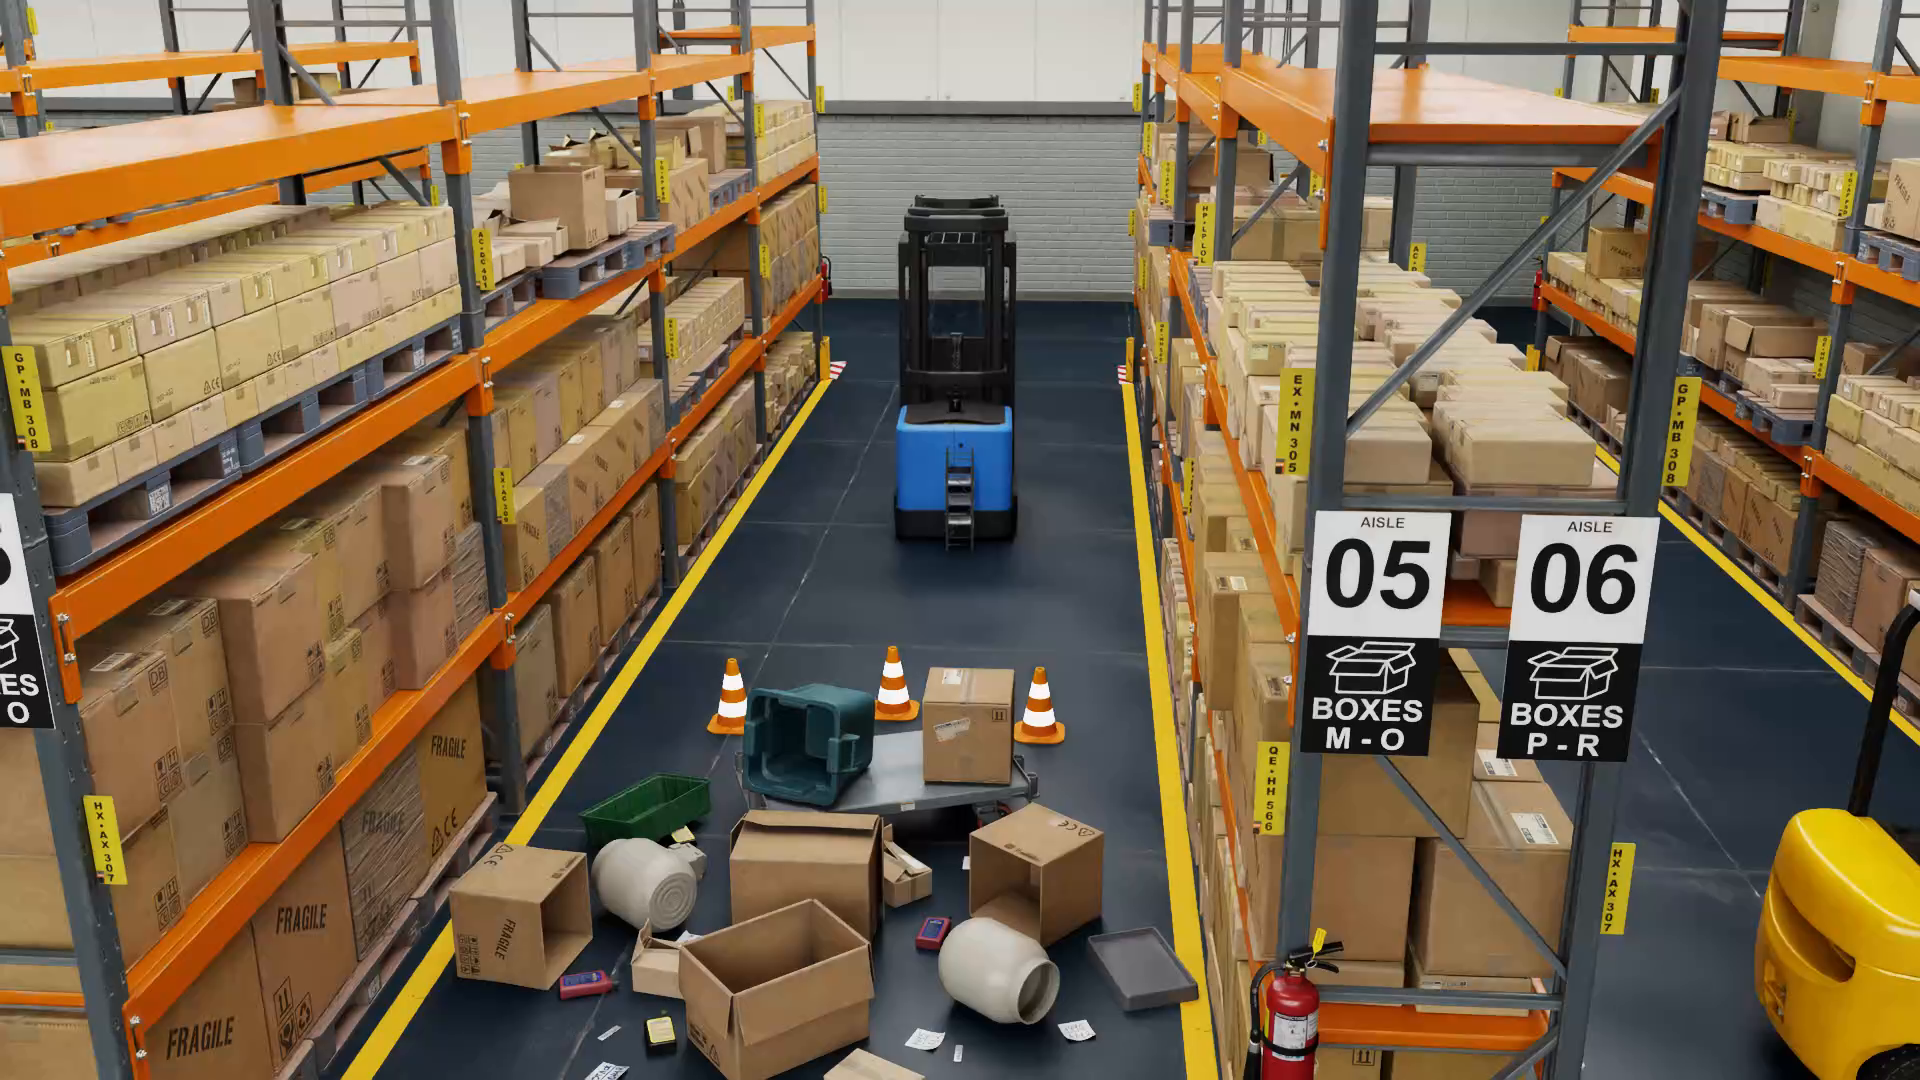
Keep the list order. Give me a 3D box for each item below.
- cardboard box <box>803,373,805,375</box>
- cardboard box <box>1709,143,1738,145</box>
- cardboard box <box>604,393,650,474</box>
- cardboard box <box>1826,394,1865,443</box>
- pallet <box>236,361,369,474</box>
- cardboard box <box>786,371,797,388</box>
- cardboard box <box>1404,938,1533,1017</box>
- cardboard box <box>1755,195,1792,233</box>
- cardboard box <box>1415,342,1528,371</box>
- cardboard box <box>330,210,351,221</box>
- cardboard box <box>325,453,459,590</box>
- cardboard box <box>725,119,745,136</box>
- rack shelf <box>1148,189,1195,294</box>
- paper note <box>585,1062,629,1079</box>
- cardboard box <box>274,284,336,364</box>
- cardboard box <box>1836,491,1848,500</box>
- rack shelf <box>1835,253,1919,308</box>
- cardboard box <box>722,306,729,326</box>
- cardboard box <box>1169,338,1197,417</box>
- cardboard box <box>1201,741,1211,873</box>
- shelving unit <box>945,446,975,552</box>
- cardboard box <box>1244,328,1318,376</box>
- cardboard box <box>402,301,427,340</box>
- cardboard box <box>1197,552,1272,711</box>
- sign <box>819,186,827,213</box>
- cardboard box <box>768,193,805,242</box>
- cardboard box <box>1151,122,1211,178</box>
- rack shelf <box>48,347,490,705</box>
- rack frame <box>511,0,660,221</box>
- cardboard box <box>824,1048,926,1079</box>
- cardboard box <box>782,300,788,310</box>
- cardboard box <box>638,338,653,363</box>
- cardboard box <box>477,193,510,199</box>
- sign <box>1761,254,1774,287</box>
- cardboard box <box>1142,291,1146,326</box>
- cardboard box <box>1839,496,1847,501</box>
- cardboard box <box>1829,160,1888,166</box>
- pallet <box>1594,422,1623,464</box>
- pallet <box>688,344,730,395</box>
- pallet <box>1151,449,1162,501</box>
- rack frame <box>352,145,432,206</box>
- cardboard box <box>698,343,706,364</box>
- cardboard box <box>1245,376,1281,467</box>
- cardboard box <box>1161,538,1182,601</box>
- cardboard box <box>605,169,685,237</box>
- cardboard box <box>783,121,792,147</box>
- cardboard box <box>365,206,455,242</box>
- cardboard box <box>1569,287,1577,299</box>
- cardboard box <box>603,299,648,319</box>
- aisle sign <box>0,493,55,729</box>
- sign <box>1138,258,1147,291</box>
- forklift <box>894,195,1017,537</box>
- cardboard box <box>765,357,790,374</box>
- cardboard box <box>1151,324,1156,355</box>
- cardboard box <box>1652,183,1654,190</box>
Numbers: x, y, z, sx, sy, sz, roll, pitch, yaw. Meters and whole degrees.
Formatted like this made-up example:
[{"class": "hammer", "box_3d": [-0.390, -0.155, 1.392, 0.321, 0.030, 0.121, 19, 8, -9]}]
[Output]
[{"class": "cardboard box", "box_3d": [-2.103, -2.049, 20.262, 0.380, 0.149, 0.250, 1, 18, 4]}, {"class": "cardboard box", "box_3d": [6.890, -3.552, 15.221, 0.380, 0.149, 0.250, 1, 18, 3]}, {"class": "cardboard box", "box_3d": [-2.626, -0.796, 12.376, 0.500, 0.500, 0.500, 1, 18, 4]}, {"class": "cardboard box", "box_3d": [6.771, -0.895, 12.276, 0.500, 0.250, 0.500, 1, 18, 4]}, {"class": "pallet", "box_3d": [-3.271, -0.559, 7.136, 1.003, 0.211, 1.213, 1, 18, 4]}, {"class": "cardboard box", "box_3d": [-2.093, -1.862, 19.215, 0.380, 0.149, 0.250, 1, 18, 4]}, {"class": "cardboard box", "box_3d": [1.777, 1.533, 5.832, 0.380, 0.149, 0.250, 1, 18, 4]}, {"class": "cardboard box", "box_3d": [6.937, -2.691, 13.743, 0.500, 0.250, 0.500, 1, 18, 4]}, {"class": "cardboard box", "box_3d": [1.972, -0.666, 6.445, 0.380, 0.149, 0.250, 2, 18, 5]}, {"class": "cardboard box", "box_3d": [-7.562, -3.643, 19.784, 0.500, 0.500, 0.500, 1, 18, 2]}, {"class": "cardboard box", "box_3d": [-3.096, -0.105, 8.450, 0.875, 0.550, 0.550, 1, 18, 4]}, {"class": "cardboard box", "box_3d": [-2.275, -4.158, 16.776, 0.380, 0.149, 0.250, 1, 18, 3]}, {"class": "rack shelf", "box_3d": [2.263, -2.675, 14.608, 1.077, 0.370, 4.000, 1, 18, 4]}, {"class": "paper note", "box_3d": [-1.595, 2.411, 7.520, 0.144, 0.017, 0.142, 8, 20, 23]}, {"class": "cardboard box", "box_3d": [-3.000, -0.922, 7.030, 0.500, 0.250, 0.500, 1, 18, 4]}, {"class": "cardboard box", "box_3d": [7.465, -0.418, 13.679, 0.380, 0.149, 0.250, 2, 18, 6]}, {"class": "rack shelf", "box_3d": [6.928, -1.323, 10.482, 1.077, 0.370, 4.000, 1, 18, 4]}, {"class": "cardboard box", "box_3d": [-2.423, -2.142, 15.893, 0.380, 0.149, 0.250, 1, 18, 2]}, {"class": "cardboard box", "box_3d": [1.857, -1.224, 12.530, 0.500, 0.500, 0.500, 1, 18, 2]}, {"class": "cardboard box", "box_3d": [1.495, 1.366, 8.473, 0.500, 0.500, 0.500, 2, 18, 6]}, {"class": "shelving unit", "box_3d": [-0.002, -0.357, 14.566, 0.258, 0.900, 0.210, 0, 18, 1]}, {"class": "cardboard box", "box_3d": [1.353, -0.760, 6.729, 0.380, 0.149, 0.250, 2, 18, 5]}, {"class": "cardboard box", "box_3d": [-2.853, -1.082, 8.158, 0.380, 0.149, 0.250, 2, 18, 5]}, {"class": "cardboard box", "box_3d": [1.343, 0.369, 6.736, 0.700, 0.500, 0.500, 1, 18, 3]}, {"class": "sign", "box_3d": [-1.699, -4.216, 20.606, 0.100, 0.325, 0.005, 1, 18, 4]}, {"class": "cardboard box", "box_3d": [-2.100, -3.732, 19.250, 0.500, 0.500, 0.500, 2, 18, 7]}, {"class": "cardboard box", "box_3d": [2.054, -3.618, 15.495, 0.500, 0.500, 0.500, 1, 18, 3]}, {"class": "rack shelf", "box_3d": [-3.255, -0.270, 7.267, 1.077, 0.370, 4.000, 1, 18, 4]}, {"class": "rack frame", "box_3d": [-2.825, -3.900, 12.375, 1.000, 3.000, 0.127, 1, 18, 4]}, {"class": "cardboard box", "box_3d": [-0.375, 2.417, 7.308, 0.380, 0.149, 0.250, 12, 22, 32]}, {"class": "cardboard box", "box_3d": [-2.145, -2.663, 18.637, 0.380, 0.149, 0.250, 2, 18, 6]}, {"class": "cardboard box", "box_3d": [-2.598, -1.553, 13.619, 0.380, 0.149, 0.250, 1, 18, 4]}, {"class": "cardboard box", "box_3d": [-3.132, -2.275, 11.638, 0.500, 0.250, 0.500, 2, 18, 5]}, {"class": "sign", "box_3d": [7.912, -2.642, 16.310, 0.100, 0.325, 0.005, 1, 18, 4]}, {"class": "cardboard box", "box_3d": [2.216, -2.570, 17.789, 0.500, 0.500, 0.500, 1, 18, 3]}, {"class": "cardboard box", "box_3d": [7.436, -0.149, 13.901, 0.500, 0.500, 0.500, 1, 18, 4]}, {"class": "cardboard box", "box_3d": [7.404, -3.049, 13.716, 0.380, 0.149, 0.250, 1, 18, 4]}, {"class": "pallet", "box_3d": [7.408, -0.991, 17.610, 1.003, 0.211, 1.213, 1, 18, 4]}, {"class": "pallet", "box_3d": [-2.724, -1.574, 15.218, 1.003, 0.211, 1.213, 1, 18, 4]}, {"class": "pallet", "box_3d": [2.426, -0.646, 16.557, 1.003, 0.211, 1.213, 1, 18, 4]}, {"class": "rack frame", "box_3d": [-7.191, -3.676, 21.325, 1.000, 3.000, 0.127, 1, 18, 4]}, {"class": "cardboard box", "box_3d": [-2.498, -1.676, 14.950, 0.380, 0.149, 0.250, 2, 18, 5]}, {"class": "cardboard box", "box_3d": [1.384, -0.464, 6.467, 0.500, 0.250, 0.500, 2, 18, 5]}, {"class": "cardboard box", "box_3d": [2.069, 0.254, 12.877, 0.950, 0.372, 0.625, 0, 18, 0]}, {"class": "cardboard box", "box_3d": [-2.518, -2.694, 13.350, 0.500, 0.500, 0.500, 1, 18, 4]}, {"class": "cardboard box", "box_3d": [-2.153, -4.503, 18.469, 0.500, 0.250, 0.500, 0, 18, 2]}, {"class": "cardboard box", "box_3d": [-2.820, -1.619, 8.516, 0.380, 0.149, 0.250, 1, 18, 3]}, {"class": "cardboard box", "box_3d": [7.312, -2.891, 19.331, 0.380, 0.149, 0.250, 2, 18, 6]}, {"class": "cardboard box", "box_3d": [-3.117, -2.141, 15.414, 0.380, 0.149, 0.250, 2, 18, 6]}, {"class": "aisle sign", "box_3d": [-3.104, 0.228, 5.234, 0.394, 0.787, 0.004, 1, 18, 4]}, {"class": "sign", "box_3d": [1.853, -2.674, 16.748, 0.100, 0.325, 0.005, 1, 18, 4]}, {"class": "forklift", "box_3d": [-0.019, -1.828, 15.796, 1.130, 2.935, 3.031, 0, 18, 1]}, {"class": "cardboard box", "box_3d": [-2.169, -2.007, 19.178, 0.380, 0.149, 0.250, 1, 18, 4]}, {"class": "cardboard box", "box_3d": [1.988, -1.773, 14.955, 0.500, 0.250, 0.500, 1, 18, 2]}, {"class": "cardboard box", "box_3d": [7.089, -3.527, 16.457, 0.380, 0.149, 0.250, 1, 18, 4]}]
